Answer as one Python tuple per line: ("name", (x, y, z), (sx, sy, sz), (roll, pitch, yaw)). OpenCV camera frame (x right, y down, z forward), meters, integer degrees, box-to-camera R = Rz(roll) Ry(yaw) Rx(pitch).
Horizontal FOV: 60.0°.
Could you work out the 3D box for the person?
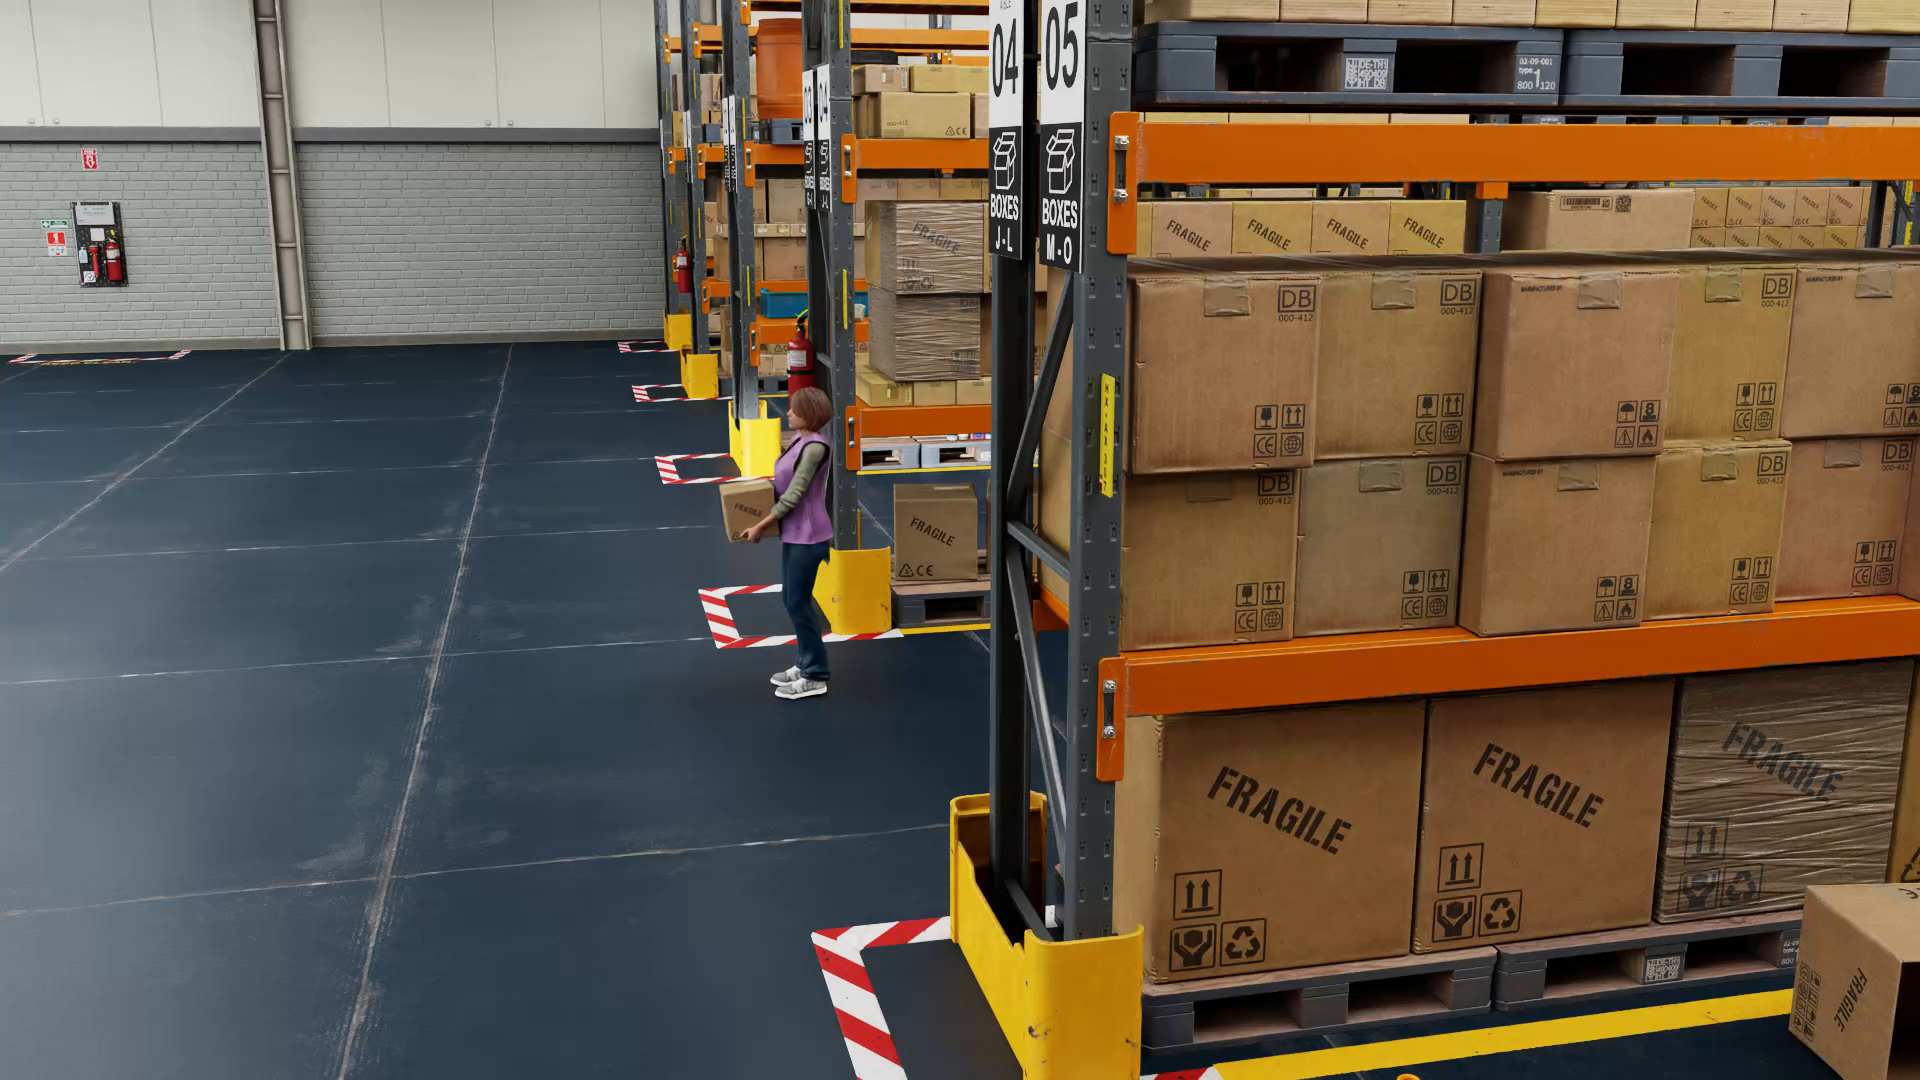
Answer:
("person", (-0.887, 0.011, 8.472), (0.492, 1.590, 0.404), (-3, 13, -12))
